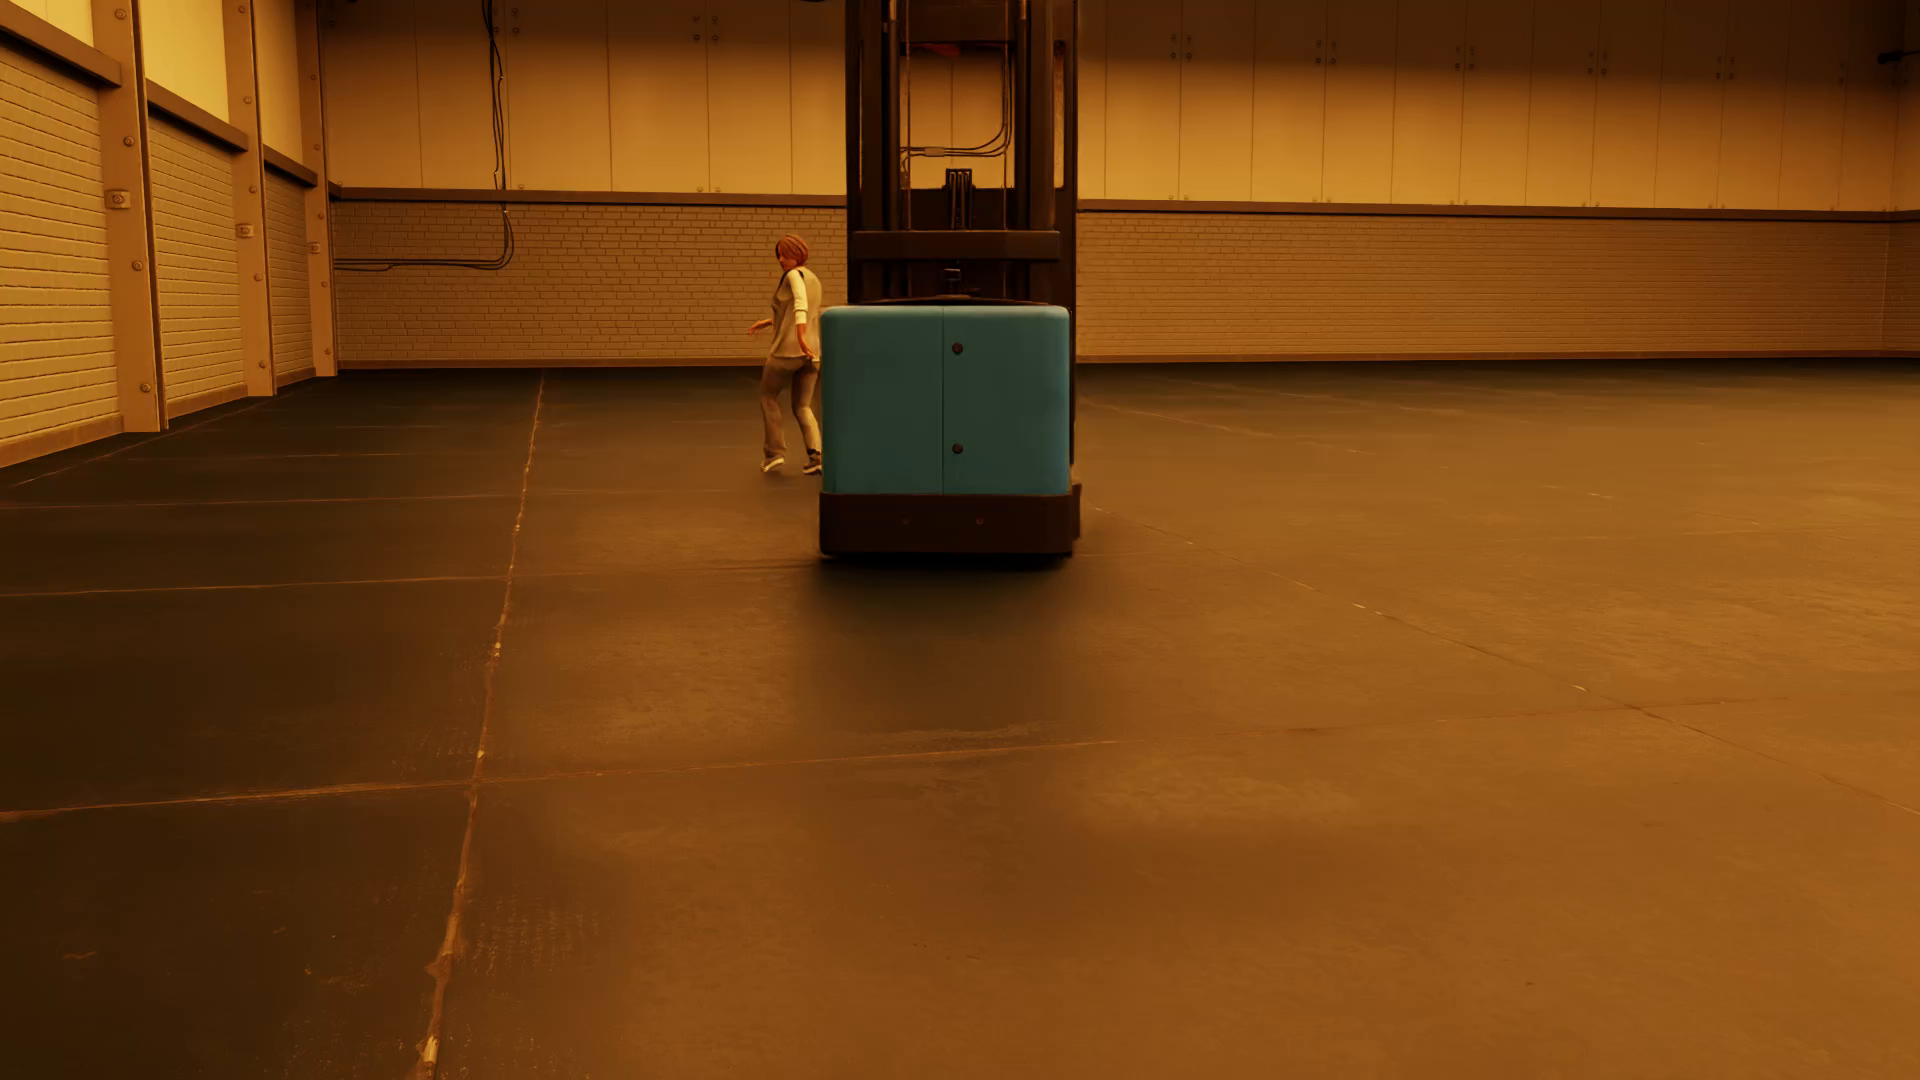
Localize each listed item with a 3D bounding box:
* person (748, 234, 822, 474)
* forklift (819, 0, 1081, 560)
[{"bbox_3d":[-1.070,-1.181,10.760,0.790,1.566,0.452,8,11,44],"label":"person"},{"bbox_3d":[0.024,-1.537,8.114,1.130,2.935,3.031,0,8,3],"label":"forklift"}]
